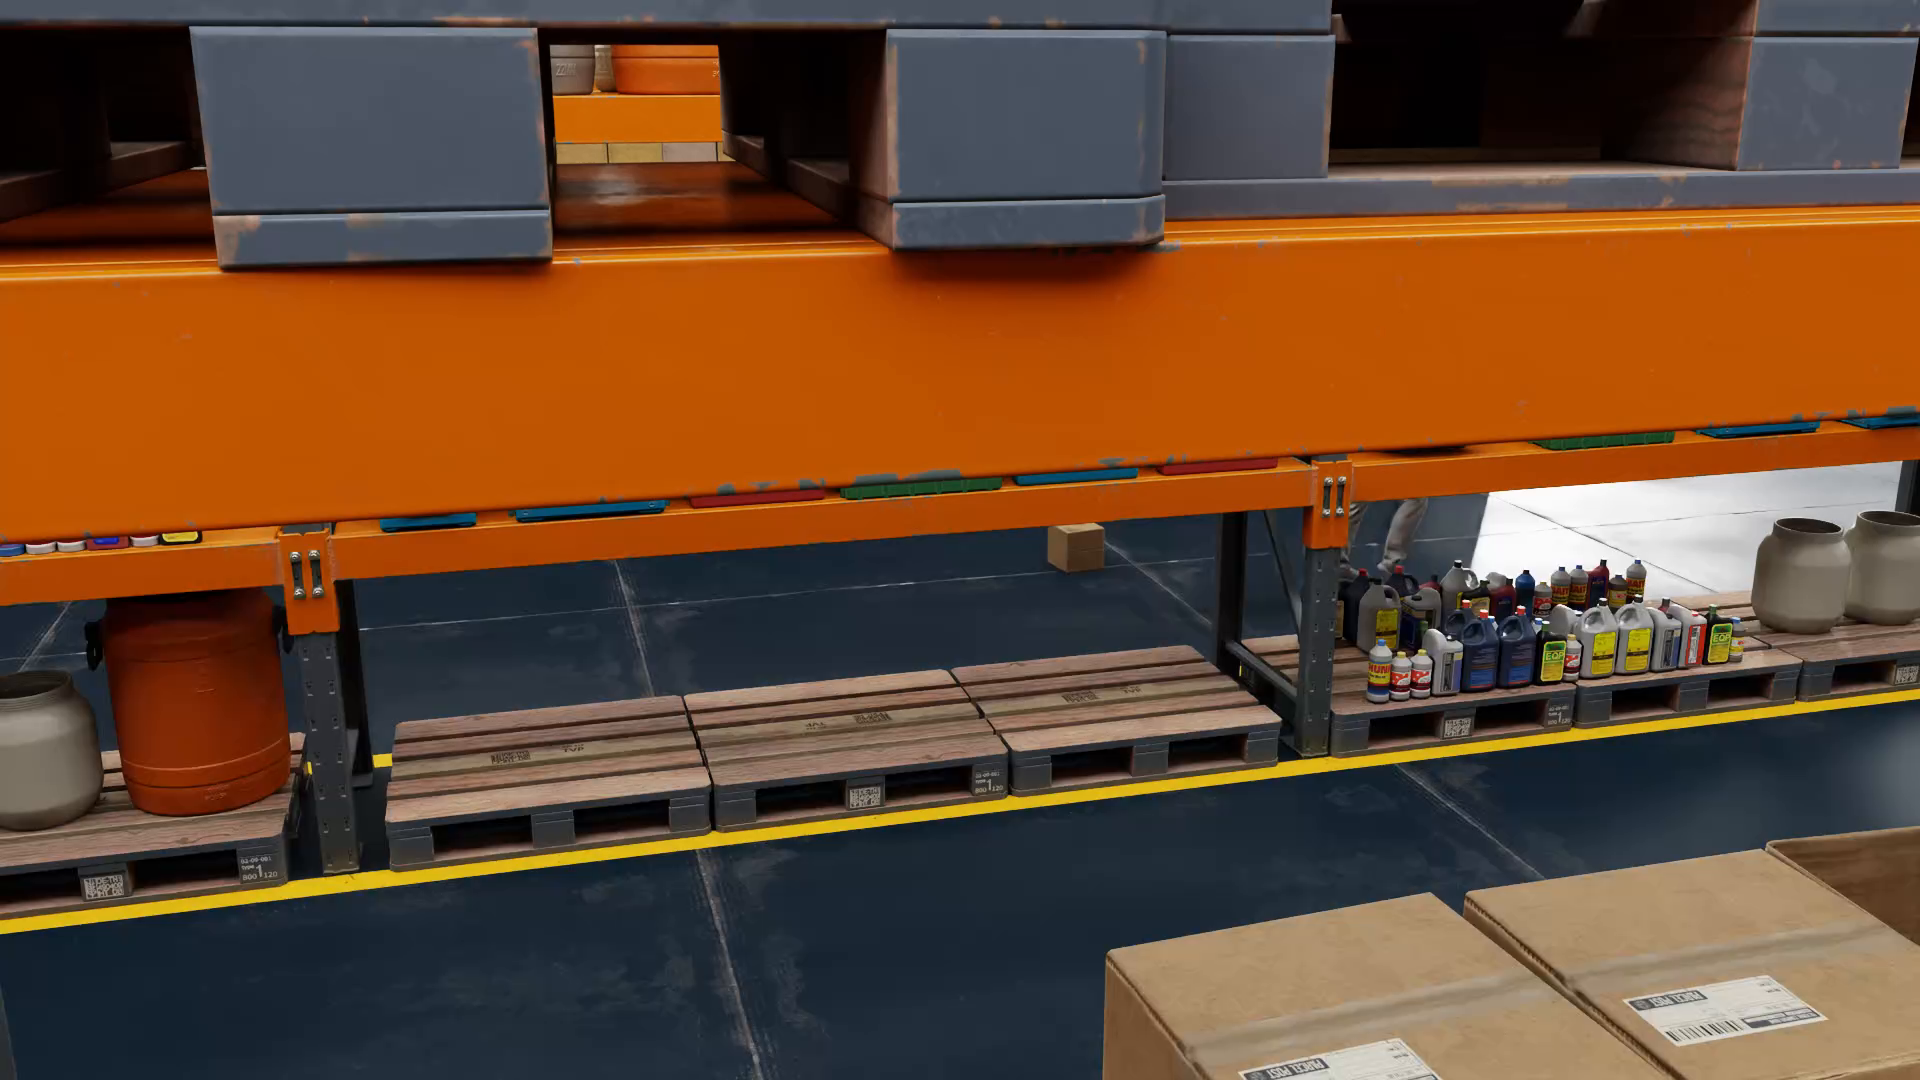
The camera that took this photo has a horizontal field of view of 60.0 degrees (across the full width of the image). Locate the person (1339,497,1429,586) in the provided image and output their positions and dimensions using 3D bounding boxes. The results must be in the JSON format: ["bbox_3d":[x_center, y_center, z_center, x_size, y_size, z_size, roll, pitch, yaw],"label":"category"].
[{"bbox_3d":[2.356,-0.529,9.360,0.523,1.747,0.527,-5,17,-16],"label":"person"}]
